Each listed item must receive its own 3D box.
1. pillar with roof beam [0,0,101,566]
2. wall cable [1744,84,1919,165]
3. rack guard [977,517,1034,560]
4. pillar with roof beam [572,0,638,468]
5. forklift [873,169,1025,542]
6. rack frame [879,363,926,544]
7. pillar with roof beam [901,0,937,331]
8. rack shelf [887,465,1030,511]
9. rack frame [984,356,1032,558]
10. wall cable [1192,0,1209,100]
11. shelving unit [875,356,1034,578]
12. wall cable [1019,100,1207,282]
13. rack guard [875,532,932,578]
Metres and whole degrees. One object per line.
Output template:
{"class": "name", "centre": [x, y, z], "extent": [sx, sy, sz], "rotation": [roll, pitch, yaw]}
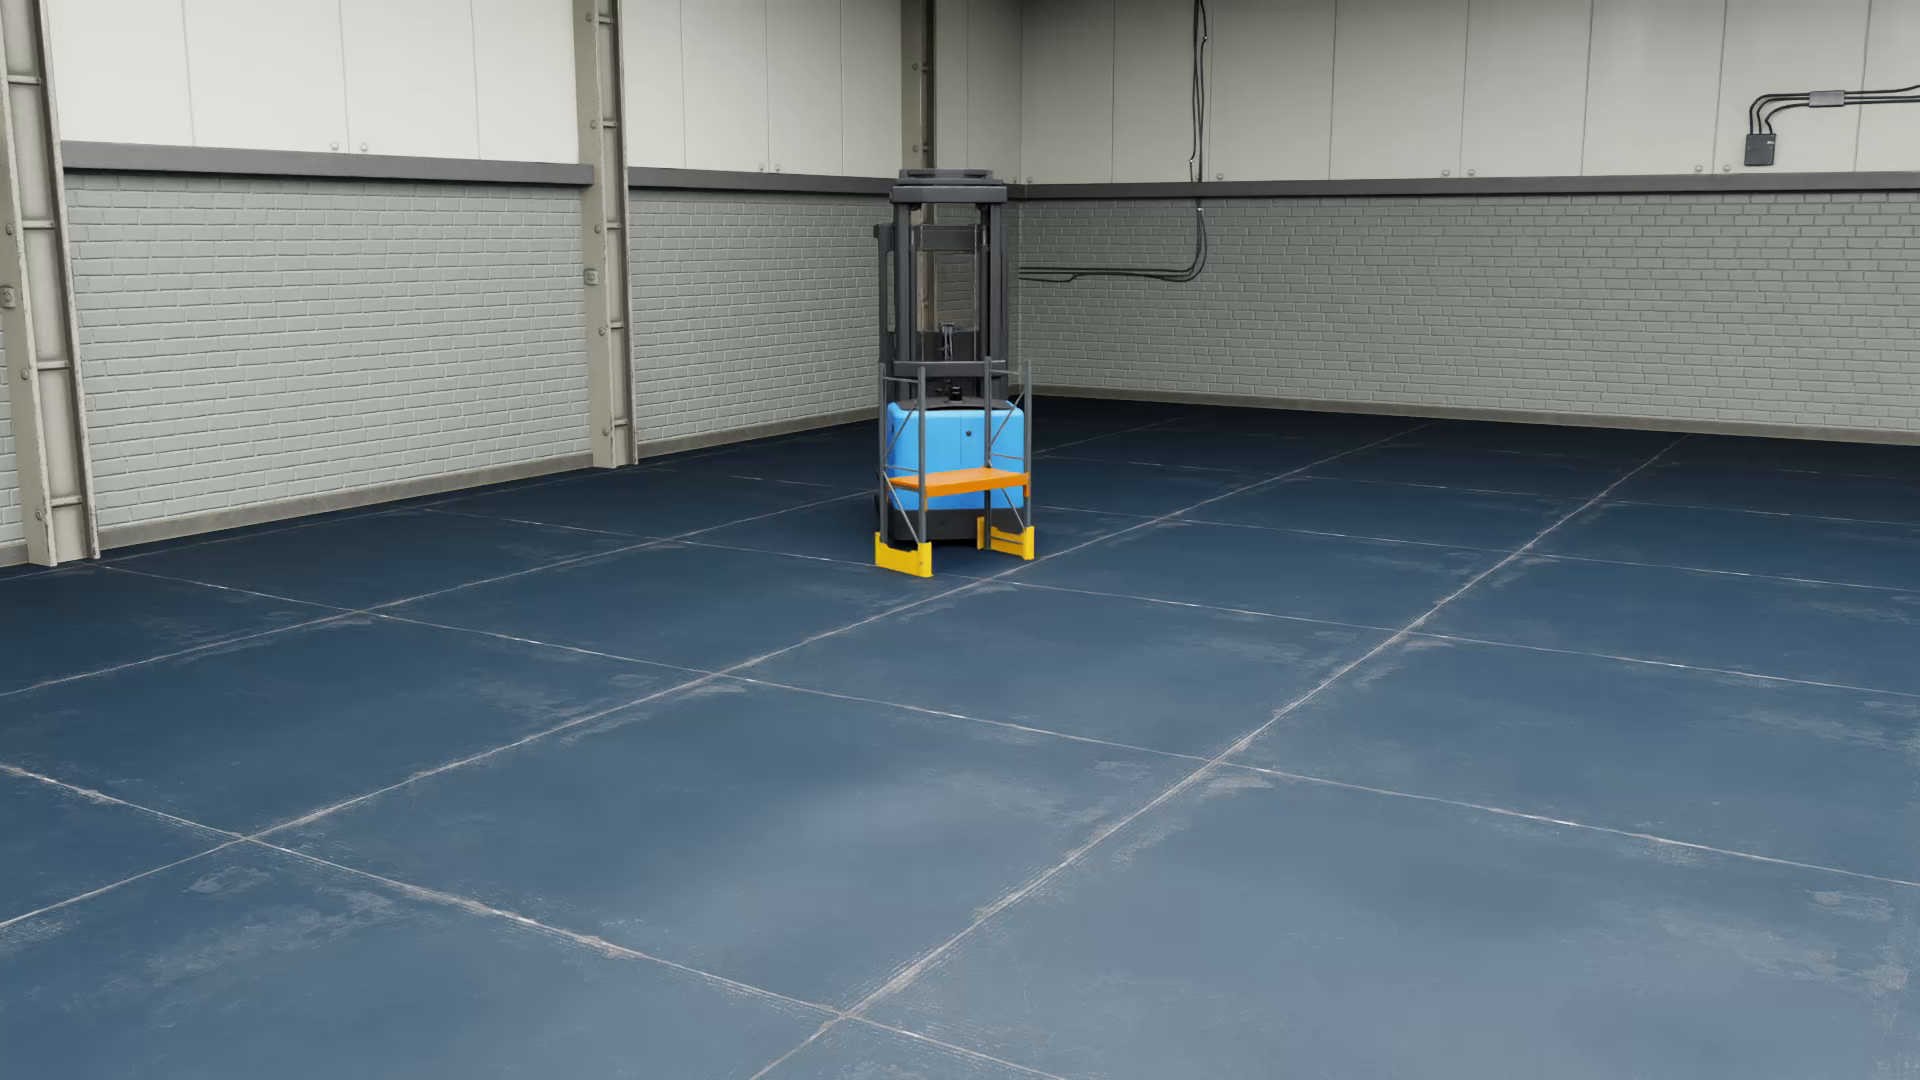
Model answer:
{"class": "pillar with roof beam", "centre": [-3.091, -3.862, 9.543], "extent": [9.100, 9.000, 0.400], "rotation": [6, 12, 31]}
{"class": "wall cable", "centre": [10.225, -7.260, 18.449], "extent": [2.305, 6.003, 0.169], "rotation": [6, 12, 31]}
{"class": "rack guard", "centre": [0.346, -0.013, 12.761], "extent": [0.087, 0.250, 0.587], "rotation": [-9, 14, -39]}
{"class": "pillar with roof beam", "centre": [0.024, -4.806, 14.583], "extent": [9.100, 9.000, 0.400], "rotation": [6, 12, 31]}
{"class": "forklift", "centre": [-0.163, -1.651, 14.224], "extent": [1.130, 2.935, 3.031], "rotation": [-1, 11, -6]}
{"class": "rack frame", "centre": [-0.417, -0.510, 12.015], "extent": [0.032, 1.500, 0.500], "rotation": [-9, 14, -39]}
{"class": "pillar with roof beam", "centre": [3.139, -5.749, 19.623], "extent": [9.100, 9.000, 0.400], "rotation": [6, 12, 31]}
{"class": "rack shelf", "centre": [-0.028, -0.393, 12.370], "extent": [1.000, 0.185, 0.538], "rotation": [-9, 14, -39]}
{"class": "rack frame", "centre": [0.361, -0.630, 12.658], "extent": [0.032, 1.500, 0.500], "rotation": [-9, 14, -39]}
{"class": "wall cable", "centre": [4.432, -7.195, 22.061], "extent": [3.097, 2.526, 0.112], "rotation": [6, 12, 31]}
{"class": "shelving unit", "centre": [-0.035, -0.569, 12.331], "extent": [1.083, 1.500, 0.587], "rotation": [-9, 14, -39]}
{"class": "wall cable", "centre": [2.120, -4.971, 23.906], "extent": [3.097, 2.526, 0.112], "rotation": [6, 12, 31]}
{"class": "rack guard", "centre": [-0.416, 0.104, 12.131], "extent": [0.087, 0.250, 0.587], "rotation": [-9, 14, -39]}
